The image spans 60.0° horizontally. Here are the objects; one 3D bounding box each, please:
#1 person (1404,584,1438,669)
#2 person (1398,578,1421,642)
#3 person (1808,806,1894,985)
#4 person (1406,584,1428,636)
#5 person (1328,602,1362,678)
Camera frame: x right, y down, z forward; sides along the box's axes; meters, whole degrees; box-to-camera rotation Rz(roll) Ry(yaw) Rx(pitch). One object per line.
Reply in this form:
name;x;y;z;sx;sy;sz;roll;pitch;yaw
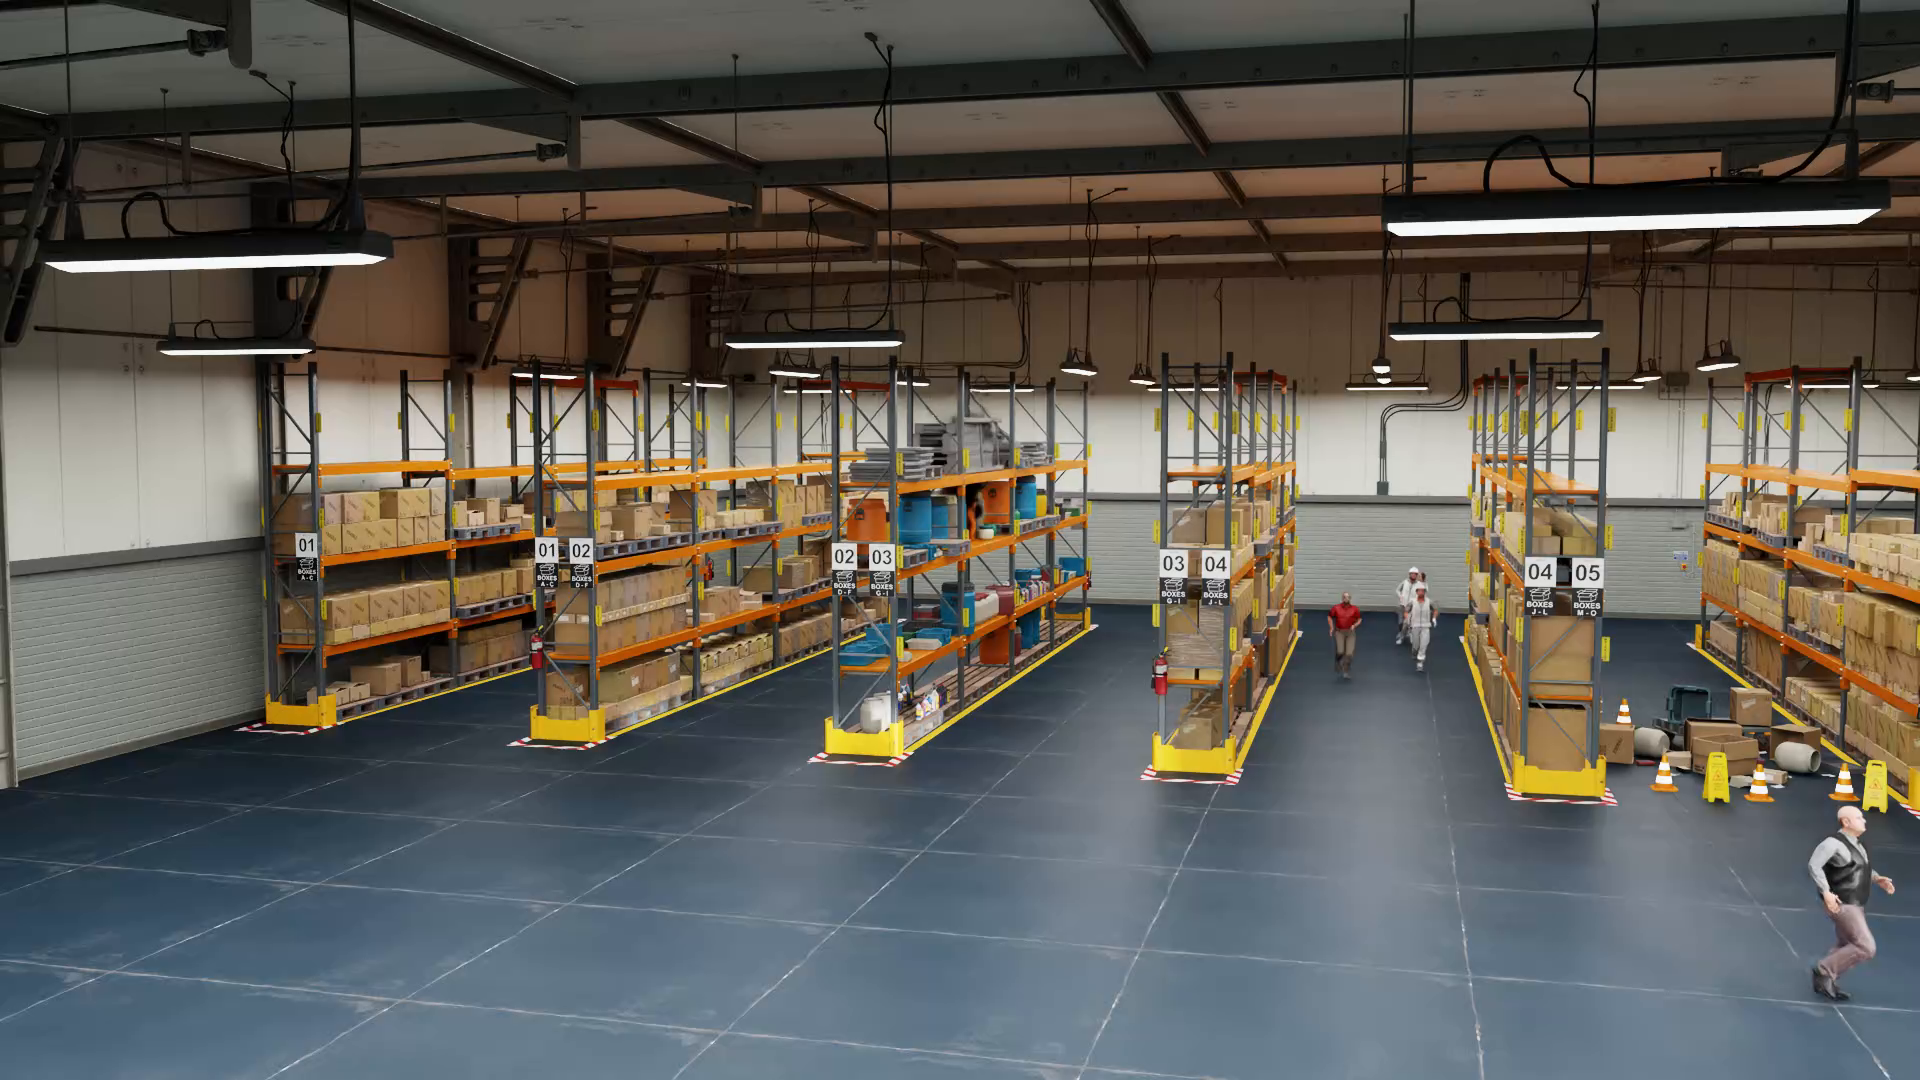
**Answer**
person;9.333;1.743;33.650;0.669;1.699;0.666;1;4;13
person;10.171;1.566;37.696;0.534;1.451;0.735;2;4;26
person;7.709;3.110;14.374;0.601;1.625;0.667;4;6;45
person;10.691;1.602;38.860;0.603;1.347;0.546;3;5;32
person;7.568;1.964;32.677;0.636;1.484;0.545;0;4;7
